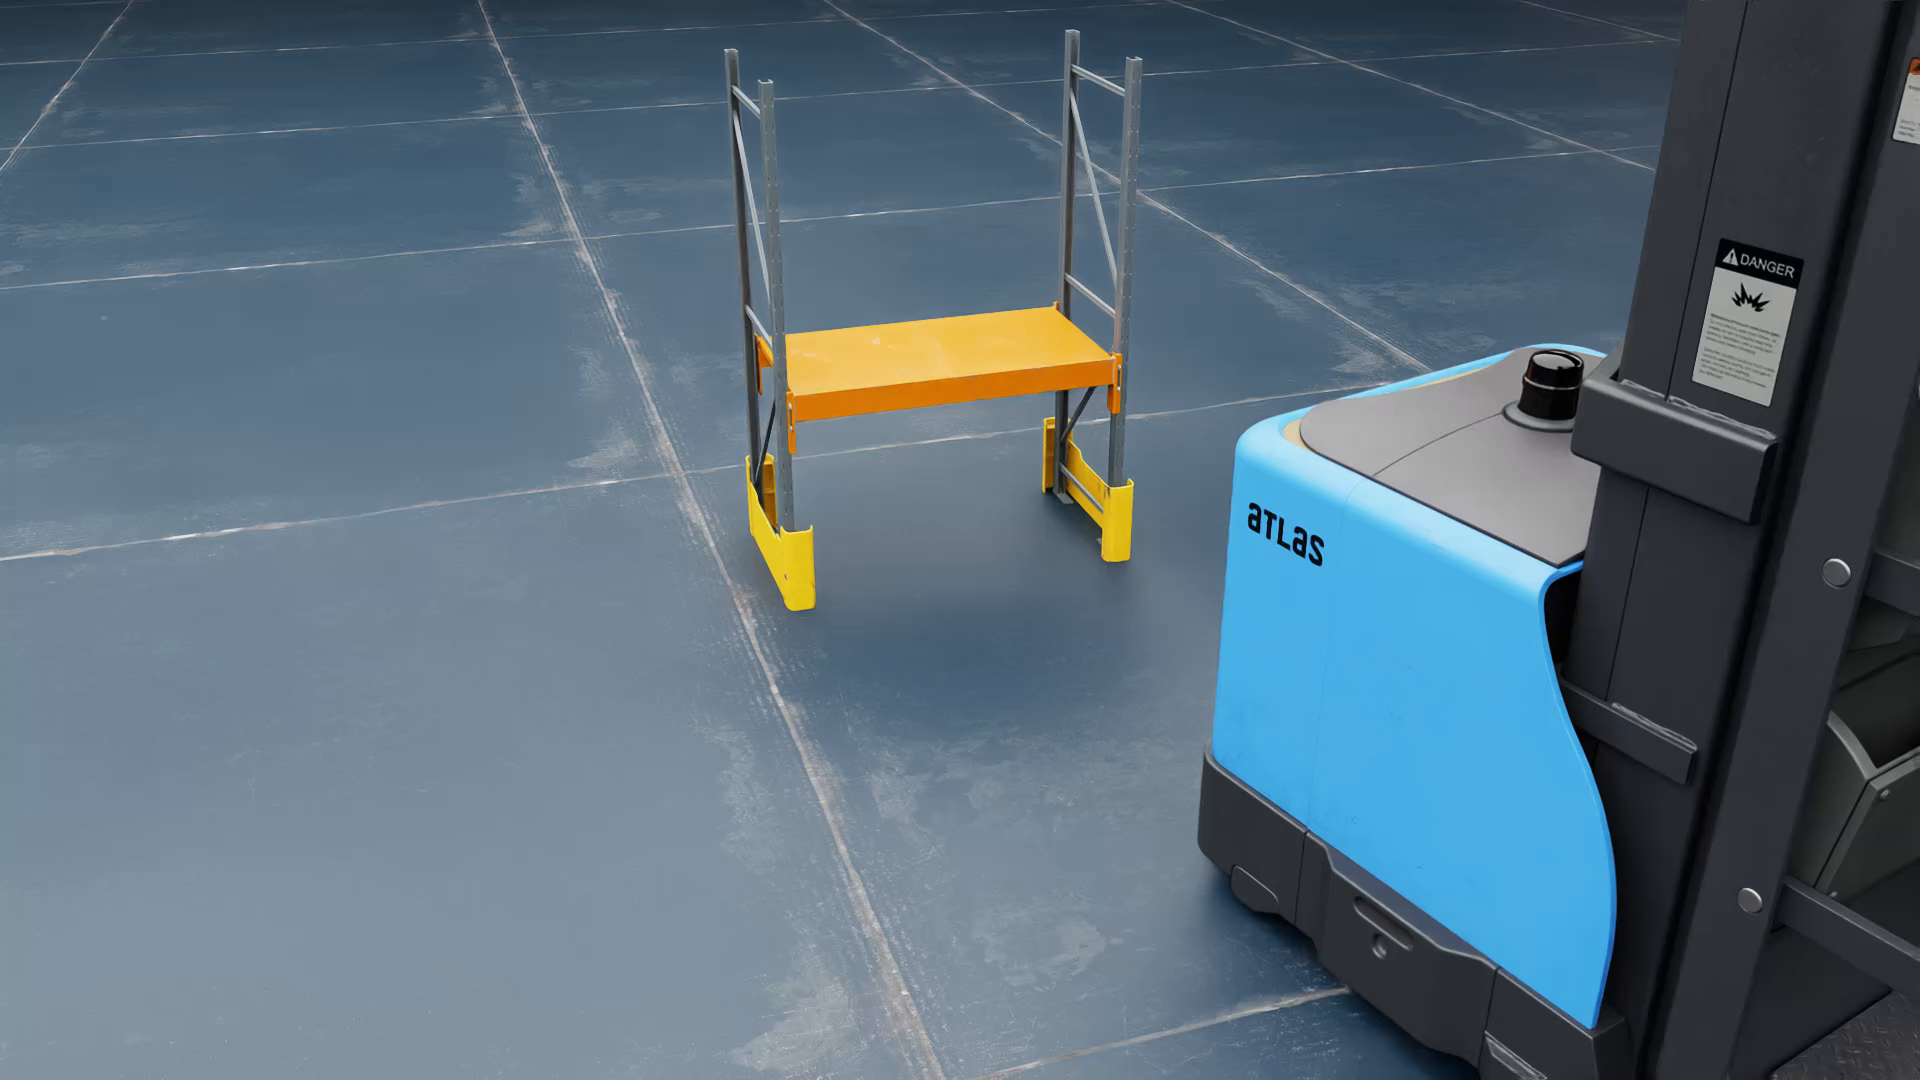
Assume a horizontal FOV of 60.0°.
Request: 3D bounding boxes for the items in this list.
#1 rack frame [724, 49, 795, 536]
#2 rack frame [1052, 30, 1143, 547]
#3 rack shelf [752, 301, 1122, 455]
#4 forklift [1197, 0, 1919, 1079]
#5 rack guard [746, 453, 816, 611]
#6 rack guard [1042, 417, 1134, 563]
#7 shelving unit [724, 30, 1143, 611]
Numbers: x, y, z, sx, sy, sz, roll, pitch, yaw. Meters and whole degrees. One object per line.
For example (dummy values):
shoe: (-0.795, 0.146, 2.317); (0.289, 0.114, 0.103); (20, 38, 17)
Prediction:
rack frame: (-0.564, -0.590, 4.752); (0.032, 1.500, 0.500); (-8, 28, -16)
rack frame: (0.402, -0.730, 5.034); (0.032, 1.500, 0.500); (-8, 28, -16)
rack shelf: (-0.081, -0.499, 4.973); (1.000, 0.185, 0.538); (-8, 28, -16)
forklift: (1.757, -0.147, 2.251); (1.130, 2.935, 3.031); (-16, 31, -29)
rack guard: (-0.546, -0.033, 5.035); (0.087, 0.250, 0.587); (-8, 28, -16)
rack guard: (0.401, -0.170, 5.311); (0.087, 0.250, 0.587); (-8, 28, -16)
shelving unit: (-0.072, -0.661, 4.895); (1.083, 1.500, 0.587); (-8, 28, -16)
